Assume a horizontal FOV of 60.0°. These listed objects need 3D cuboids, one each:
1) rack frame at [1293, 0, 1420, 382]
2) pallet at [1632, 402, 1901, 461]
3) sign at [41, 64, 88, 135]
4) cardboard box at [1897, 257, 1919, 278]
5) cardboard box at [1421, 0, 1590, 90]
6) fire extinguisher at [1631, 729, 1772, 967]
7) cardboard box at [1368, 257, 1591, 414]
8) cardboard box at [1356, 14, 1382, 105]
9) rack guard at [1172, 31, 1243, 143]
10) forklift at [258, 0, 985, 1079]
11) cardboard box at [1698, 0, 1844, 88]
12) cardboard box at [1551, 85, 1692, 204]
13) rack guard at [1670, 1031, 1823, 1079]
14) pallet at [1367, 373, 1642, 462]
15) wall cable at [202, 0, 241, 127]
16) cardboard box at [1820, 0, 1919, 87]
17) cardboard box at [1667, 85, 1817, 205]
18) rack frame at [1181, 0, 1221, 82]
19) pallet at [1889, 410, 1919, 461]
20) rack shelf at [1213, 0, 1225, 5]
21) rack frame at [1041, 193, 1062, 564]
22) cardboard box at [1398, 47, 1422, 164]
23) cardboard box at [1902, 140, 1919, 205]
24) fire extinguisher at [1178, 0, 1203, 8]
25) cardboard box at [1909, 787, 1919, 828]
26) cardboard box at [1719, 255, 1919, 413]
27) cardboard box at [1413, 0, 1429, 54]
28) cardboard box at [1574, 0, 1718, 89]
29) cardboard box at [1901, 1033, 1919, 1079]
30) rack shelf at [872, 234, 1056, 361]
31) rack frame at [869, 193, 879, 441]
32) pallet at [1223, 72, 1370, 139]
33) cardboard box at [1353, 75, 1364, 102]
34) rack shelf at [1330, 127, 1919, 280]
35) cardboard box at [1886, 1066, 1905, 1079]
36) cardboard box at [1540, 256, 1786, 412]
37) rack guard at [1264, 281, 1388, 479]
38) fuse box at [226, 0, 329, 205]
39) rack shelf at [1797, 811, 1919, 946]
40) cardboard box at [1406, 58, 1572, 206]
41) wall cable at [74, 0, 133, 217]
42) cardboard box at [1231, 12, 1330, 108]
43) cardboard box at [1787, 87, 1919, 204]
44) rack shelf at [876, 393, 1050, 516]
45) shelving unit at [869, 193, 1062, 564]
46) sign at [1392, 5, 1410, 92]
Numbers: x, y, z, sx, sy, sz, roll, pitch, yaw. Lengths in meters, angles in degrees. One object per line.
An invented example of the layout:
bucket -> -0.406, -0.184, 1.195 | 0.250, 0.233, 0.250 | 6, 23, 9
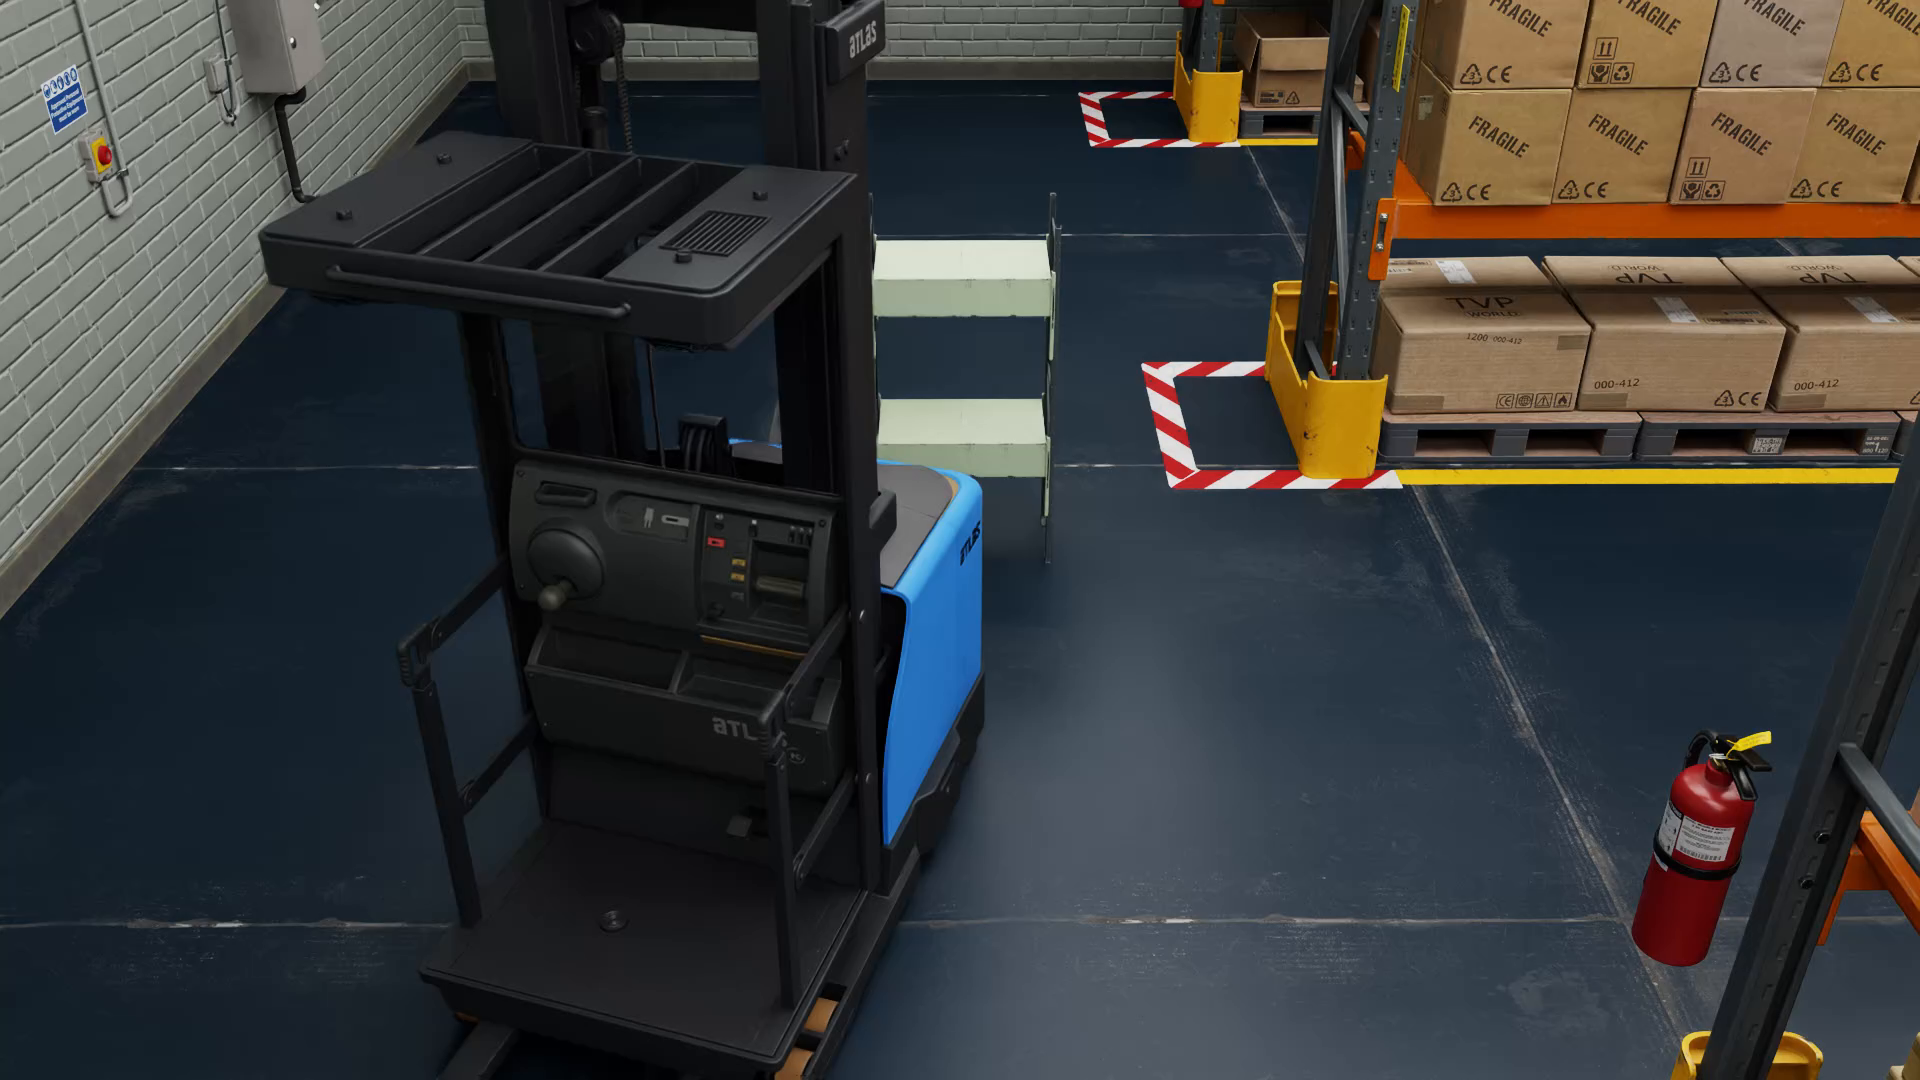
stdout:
rack frame -> 1.782, -1.869, 7.438 | 0.127, 3.000, 1.000 | 0, 31, 0
pallet -> 3.798, -0.722, 8.236 | 1.213, 0.211, 1.003 | 0, 31, 0
sign -> -3.917, -1.929, 7.278 | 0.001, 0.218, 0.327 | 0, 31, 0
cardboard box -> 5.154, -1.019, 8.103 | 0.875, 0.438, 0.875 | -1, 31, -1
cardboard box -> 2.264, -2.193, 6.912 | 0.500, 0.500, 0.500 | -1, 31, -1
fire extinguisher -> 1.659, 0.652, 3.717 | 0.183, 0.674, 0.296 | 0, 31, 0
cardboard box -> 2.442, -1.007, 8.083 | 0.875, 0.438, 0.875 | -1, 31, -2
cardboard box -> 3.216, -3.490, 12.115 | 0.500, 0.500, 0.700 | 1, 31, 2
rack guard -> 1.825, -3.375, 12.331 | 0.348, 0.500, 1.175 | 0, 31, 0
forklift -> -0.844, 0.094, 4.269 | 1.130, 2.935, 3.031 | 9, 32, 15
cardboard box -> 3.296, -2.204, 6.930 | 0.500, 0.500, 0.500 | 0, 31, -1
cardboard box -> 2.770, -1.780, 7.196 | 0.500, 0.500, 0.500 | -1, 31, -1
rack guard -> 1.989, 1.767, 3.856 | 0.348, 0.500, 1.175 | 0, 31, 0
pallet -> 2.582, -0.720, 8.233 | 1.213, 0.211, 1.003 | 0, 31, 0
wall cable -> -3.876, -3.009, 8.338 | 0.122, 1.984, 0.588 | 0, 31, 0
cardboard box -> 3.794, -2.206, 6.933 | 0.500, 0.500, 0.500 | 0, 31, 0
cardboard box -> 3.279, -1.772, 7.183 | 0.500, 0.500, 0.500 | 0, 31, -1
rack frame -> 1.749, -4.443, 11.682 | 0.127, 3.000, 1.000 | 0, 31, 0
pallet -> 5.022, -0.727, 8.245 | 1.213, 0.211, 1.003 | 0, 31, 0
rack shelf -> 3.749, -4.142, 11.879 | 4.000, 0.370, 1.077 | 0, 31, 0
rack frame -> 0.373, -0.642, 6.863 | 0.023, 1.500, 0.400 | 0, 31, 0
cardboard box -> 2.263, -2.050, 7.641 | 0.500, 0.500, 0.500 | 0, 31, 0
cardboard box -> 4.303, -1.776, 7.190 | 0.500, 0.500, 0.500 | -1, 31, -1
fire extinguisher -> 1.605, -4.011, 11.403 | 0.183, 0.674, 0.296 | 0, 31, 0
cardboard box -> 2.238, 0.658, 3.515 | 0.250, 0.149, 0.380 | 0, 31, 0
cardboard box -> 4.259, -1.016, 8.098 | 0.875, 0.438, 0.875 | -1, 31, -2
cardboard box -> 2.263, -2.464, 7.359 | 0.500, 0.500, 0.500 | 1, 31, 1
cardboard box -> 2.781, -2.198, 6.921 | 0.500, 0.500, 0.500 | -1, 31, -2
cardboard box -> 2.441, 1.350, 3.903 | 0.250, 0.149, 0.380 | 0, 31, 0
rack shelf -> 0.007, -0.975, 6.659 | 0.720, 0.370, 0.431 | 0, 31, 0
rack frame -> -0.359, -0.640, 6.859 | 0.023, 1.500, 0.400 | 0, 31, 0
pallet -> 2.622, -3.254, 12.411 | 1.213, 0.211, 1.003 | 0, 31, 0
cardboard box -> 2.786, -3.338, 12.204 | 0.250, 0.149, 0.380 | -1, 31, -2
rack shelf -> 3.782, -1.567, 7.635 | 4.000, 0.370, 1.077 | 0, 31, 0
cardboard box -> 2.439, 1.461, 4.007 | 0.250, 0.149, 0.380 | -1, 31, -2
cardboard box -> 3.357, -1.014, 8.095 | 0.875, 0.438, 0.875 | 1, 31, 1
rack guard -> 1.758, -0.800, 8.087 | 0.348, 0.500, 1.175 | 0, 31, 0
fuse box -> -3.723, -2.378, 9.520 | 0.414, 1.711, 0.539 | 0, 31, 0
rack shelf -> 3.913, 1.000, 3.404 | 4.000, 0.370, 1.077 | 0, 31, 0
cardboard box -> 2.264, -1.764, 7.169 | 0.500, 0.500, 0.500 | 0, 31, -1
wall cable -> -3.856, -2.287, 7.118 | 0.123, 1.953, 0.585 | 0, 31, 0
cardboard box -> 2.361, -3.508, 12.143 | 0.637, 0.503, 0.797 | -1, 31, -2
cardboard box -> 3.779, -1.783, 7.200 | 0.500, 0.500, 0.500 | 1, 31, 1
rack shelf -> 0.007, -0.363, 7.030 | 0.720, 0.370, 0.431 | 0, 31, 0
shelving unit -> 0.007, -0.641, 6.861 | 0.755, 1.500, 0.431 | 0, 31, 0
sign -> 1.780, -1.985, 6.719 | 0.005, 0.325, 0.100 | 0, 31, 0
